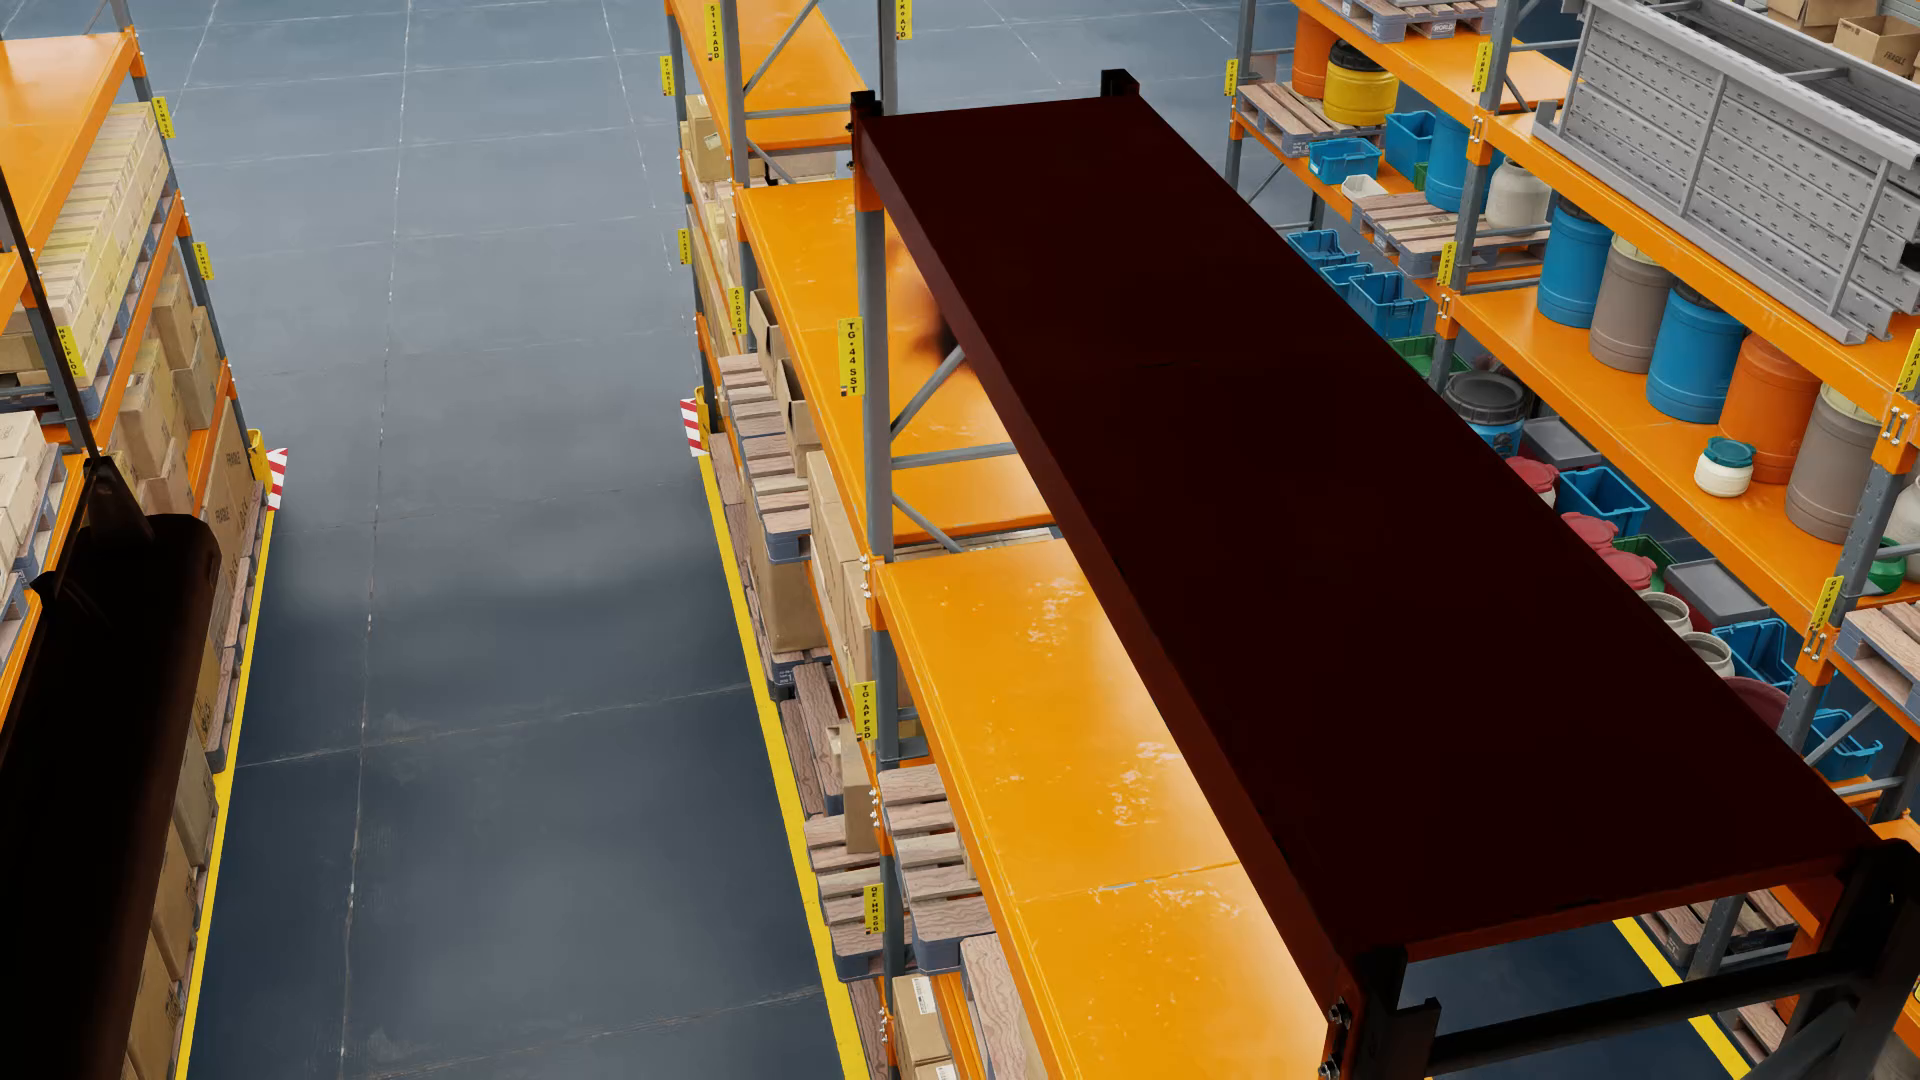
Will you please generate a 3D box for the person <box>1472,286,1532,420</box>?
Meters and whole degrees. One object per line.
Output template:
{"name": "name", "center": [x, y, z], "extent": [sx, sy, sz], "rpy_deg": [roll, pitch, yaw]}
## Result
{"name": "person", "center": [4.946, -1.599, 14.886], "extent": [0.626, 1.729, 1.037], "rpy_deg": [-14, 37, -19]}
